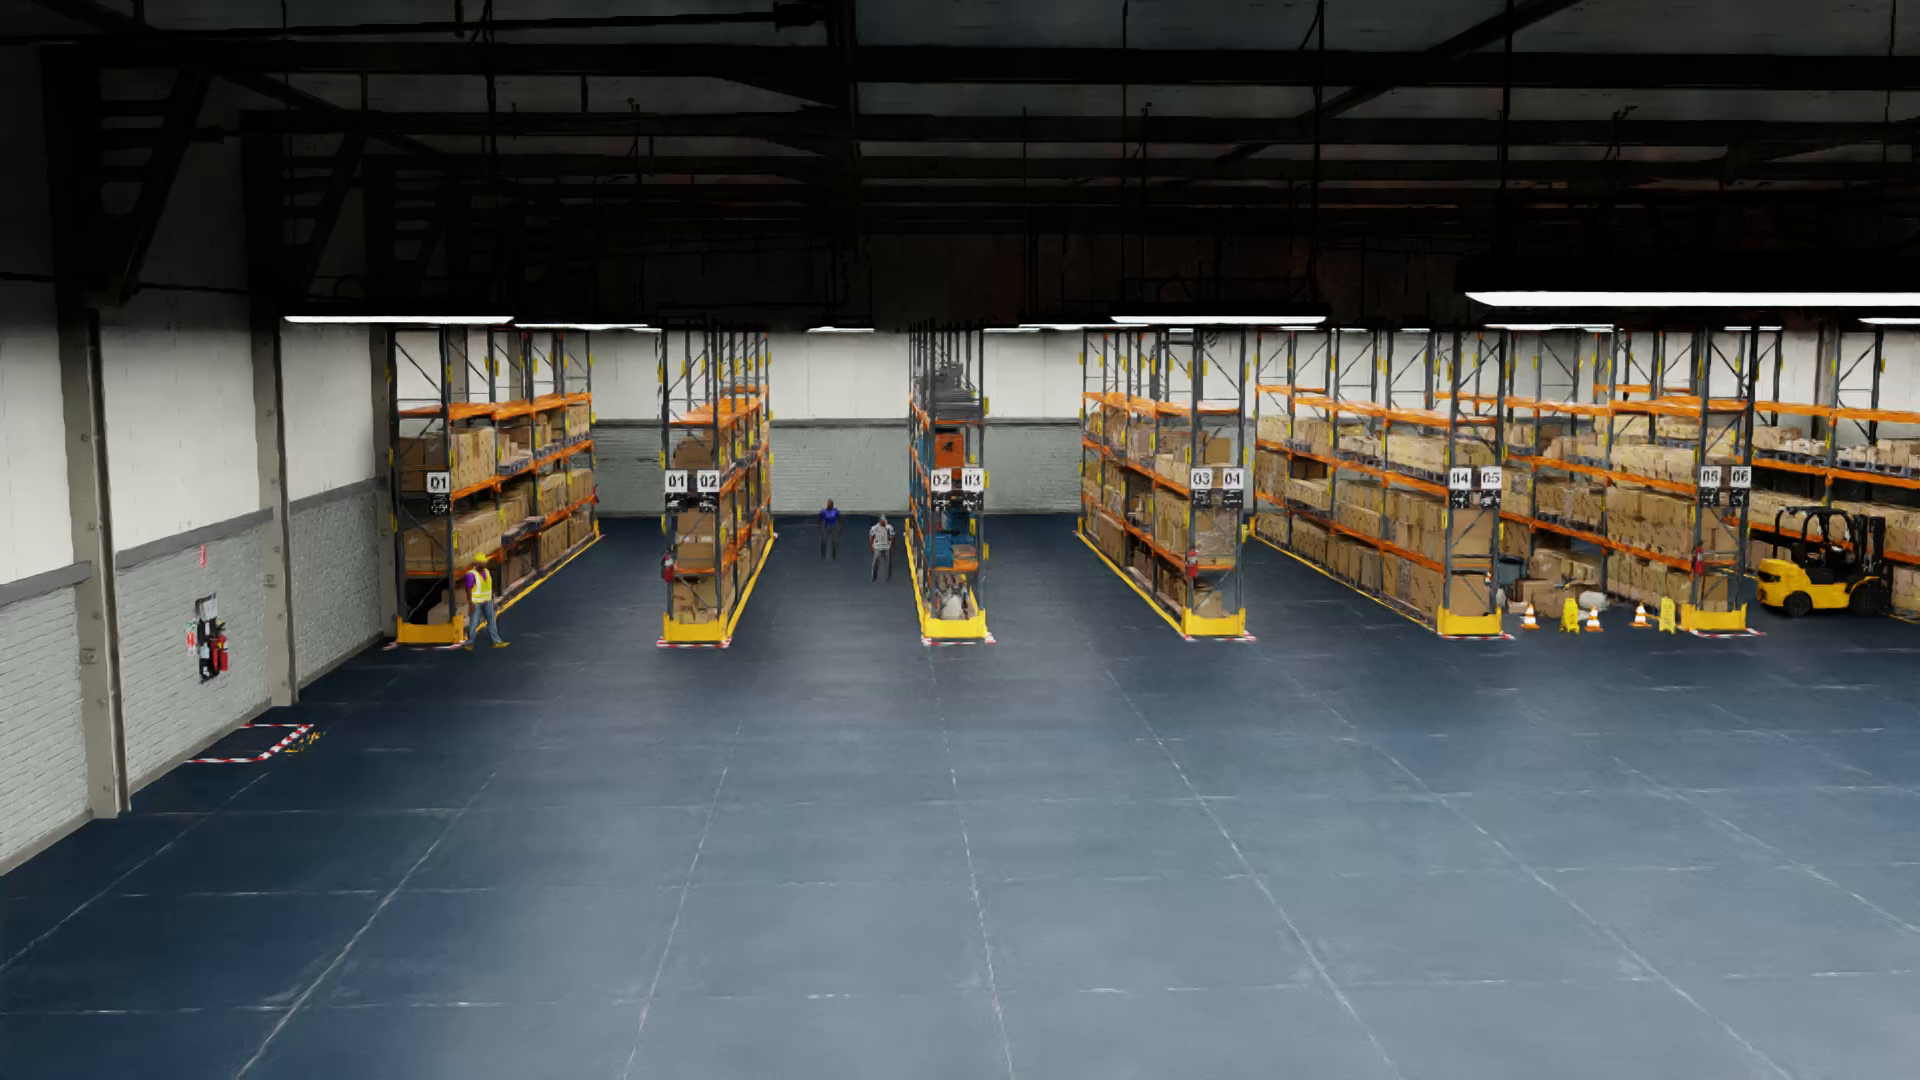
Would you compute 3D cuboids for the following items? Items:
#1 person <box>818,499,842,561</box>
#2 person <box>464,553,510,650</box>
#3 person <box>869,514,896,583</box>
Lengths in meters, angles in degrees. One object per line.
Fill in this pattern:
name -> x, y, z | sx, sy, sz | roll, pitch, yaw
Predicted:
person -> -3.293, -0.261, 42.103 | 0.592, 1.604, 0.518 | -1, 7, -6
person -> -8.679, 1.105, 30.275 | 0.568, 1.752, 0.734 | 5, 9, 34
person -> -1.791, 0.198, 38.390 | 0.625, 1.607, 0.568 | -1, 7, -5
